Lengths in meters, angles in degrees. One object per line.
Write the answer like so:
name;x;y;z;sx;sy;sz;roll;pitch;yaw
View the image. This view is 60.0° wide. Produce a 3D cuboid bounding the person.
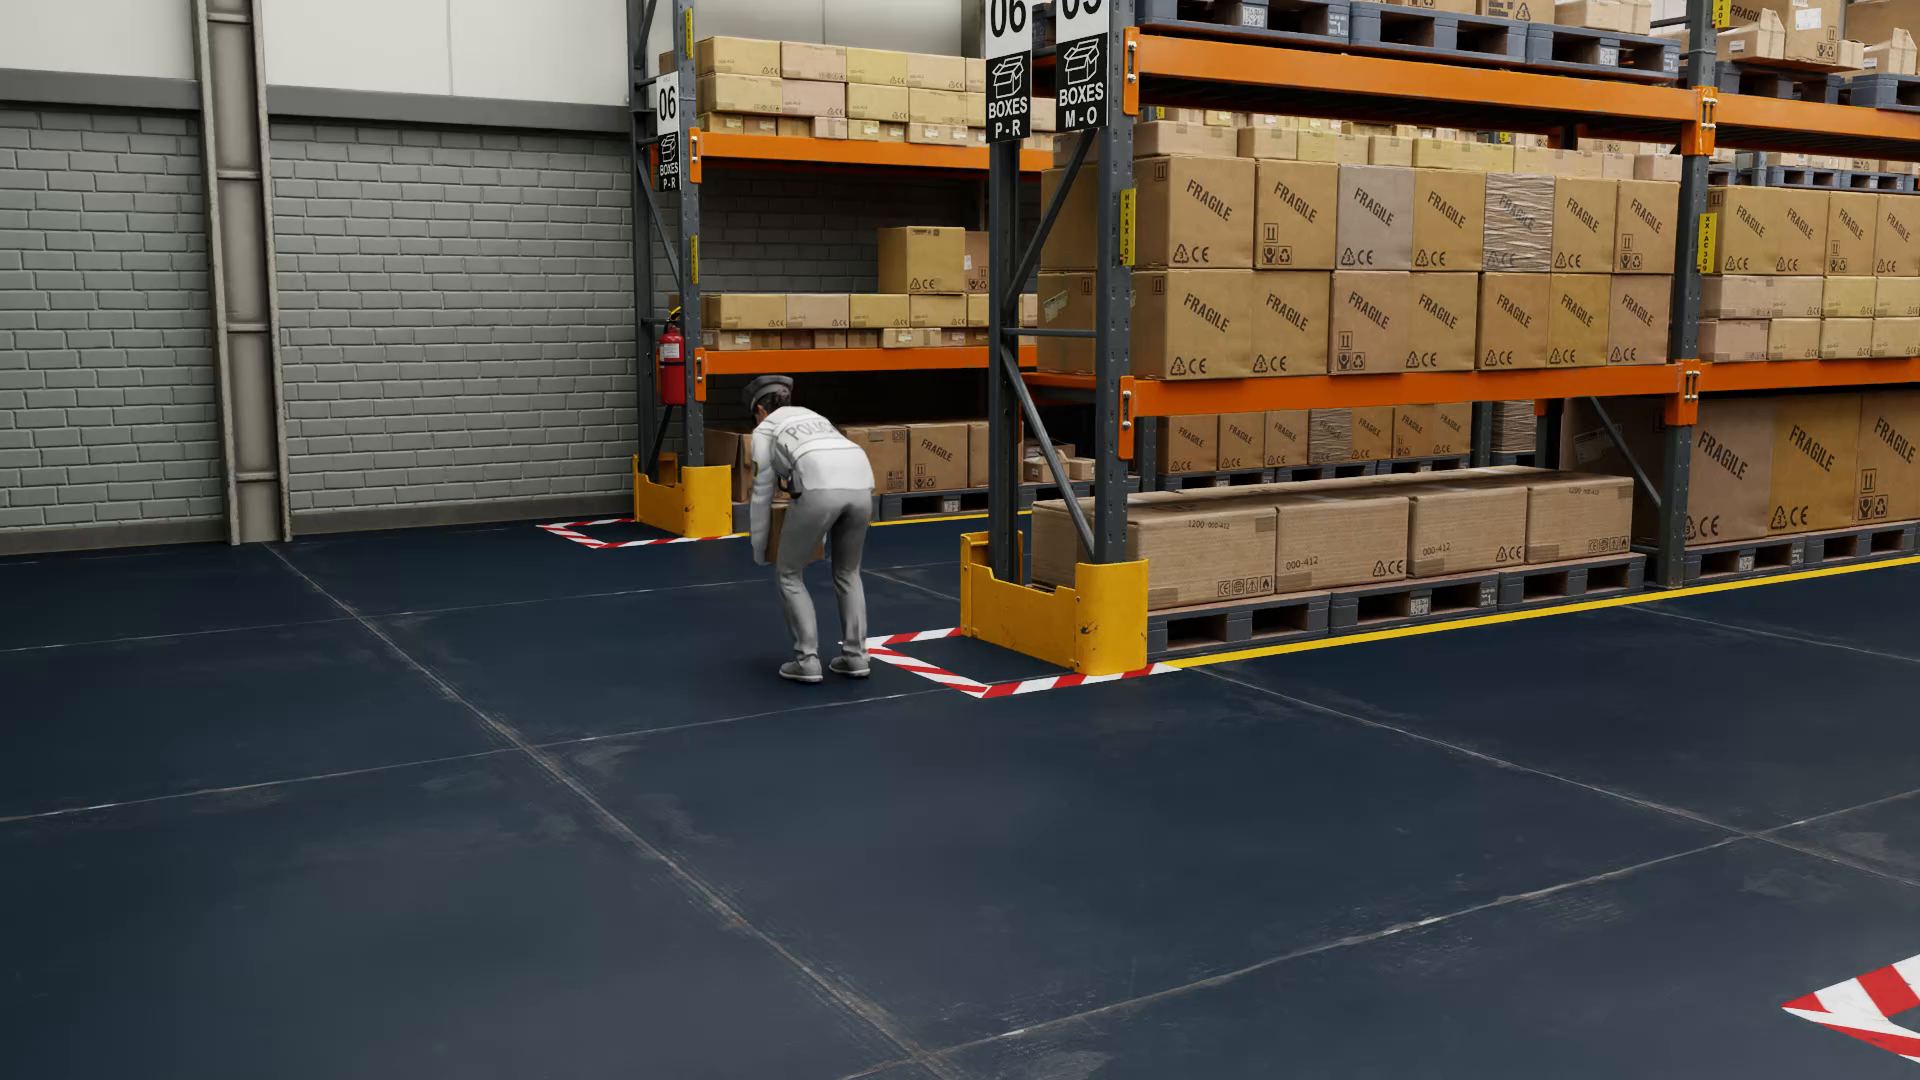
person;-0.708;-0.067;7.488;0.417;1.326;0.866;-5;10;-33
